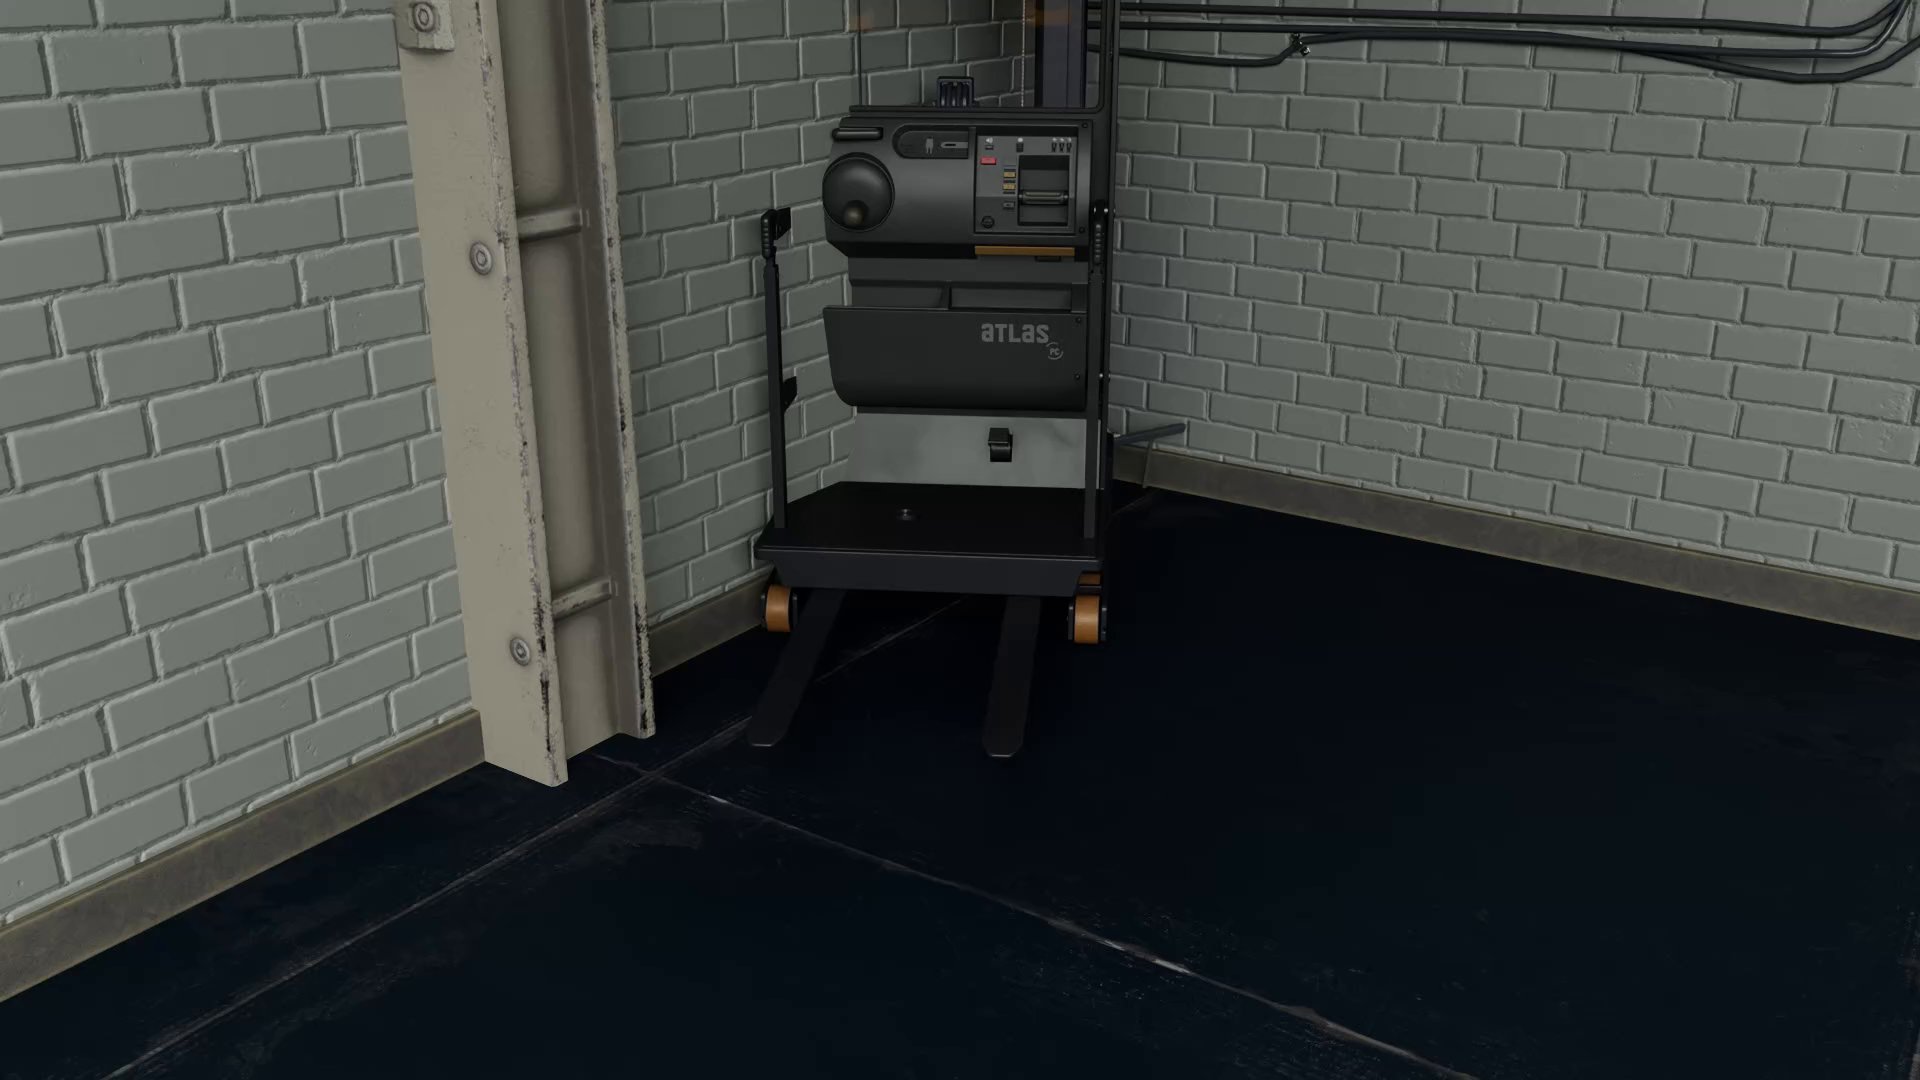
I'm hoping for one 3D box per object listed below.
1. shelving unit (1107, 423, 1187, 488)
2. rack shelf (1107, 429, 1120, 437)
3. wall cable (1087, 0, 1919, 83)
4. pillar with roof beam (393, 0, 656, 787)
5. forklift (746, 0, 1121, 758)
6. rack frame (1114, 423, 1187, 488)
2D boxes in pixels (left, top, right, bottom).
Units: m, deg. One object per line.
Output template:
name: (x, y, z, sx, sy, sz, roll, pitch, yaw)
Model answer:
shelving unit: (0.612, -0.496, 7.052, 1.500, 0.431, 0.755, -13, 41, -20)
rack shelf: (0.314, -0.429, 6.938, 0.370, 0.431, 0.720, -13, 41, -20)
wall cable: (1.643, -2.774, 5.268, 3.097, 2.526, 0.112, 13, 24, 32)
pillar with roof beam: (2.453, -2.803, 0.872, 9.100, 9.000, 0.400, 13, 24, 32)
forklift: (-0.059, -1.159, 5.172, 1.130, 2.935, 3.031, 2, 20, 5)
rack frame: (0.758, -0.282, 6.794, 1.500, 0.400, 0.023, -13, 41, -20)
